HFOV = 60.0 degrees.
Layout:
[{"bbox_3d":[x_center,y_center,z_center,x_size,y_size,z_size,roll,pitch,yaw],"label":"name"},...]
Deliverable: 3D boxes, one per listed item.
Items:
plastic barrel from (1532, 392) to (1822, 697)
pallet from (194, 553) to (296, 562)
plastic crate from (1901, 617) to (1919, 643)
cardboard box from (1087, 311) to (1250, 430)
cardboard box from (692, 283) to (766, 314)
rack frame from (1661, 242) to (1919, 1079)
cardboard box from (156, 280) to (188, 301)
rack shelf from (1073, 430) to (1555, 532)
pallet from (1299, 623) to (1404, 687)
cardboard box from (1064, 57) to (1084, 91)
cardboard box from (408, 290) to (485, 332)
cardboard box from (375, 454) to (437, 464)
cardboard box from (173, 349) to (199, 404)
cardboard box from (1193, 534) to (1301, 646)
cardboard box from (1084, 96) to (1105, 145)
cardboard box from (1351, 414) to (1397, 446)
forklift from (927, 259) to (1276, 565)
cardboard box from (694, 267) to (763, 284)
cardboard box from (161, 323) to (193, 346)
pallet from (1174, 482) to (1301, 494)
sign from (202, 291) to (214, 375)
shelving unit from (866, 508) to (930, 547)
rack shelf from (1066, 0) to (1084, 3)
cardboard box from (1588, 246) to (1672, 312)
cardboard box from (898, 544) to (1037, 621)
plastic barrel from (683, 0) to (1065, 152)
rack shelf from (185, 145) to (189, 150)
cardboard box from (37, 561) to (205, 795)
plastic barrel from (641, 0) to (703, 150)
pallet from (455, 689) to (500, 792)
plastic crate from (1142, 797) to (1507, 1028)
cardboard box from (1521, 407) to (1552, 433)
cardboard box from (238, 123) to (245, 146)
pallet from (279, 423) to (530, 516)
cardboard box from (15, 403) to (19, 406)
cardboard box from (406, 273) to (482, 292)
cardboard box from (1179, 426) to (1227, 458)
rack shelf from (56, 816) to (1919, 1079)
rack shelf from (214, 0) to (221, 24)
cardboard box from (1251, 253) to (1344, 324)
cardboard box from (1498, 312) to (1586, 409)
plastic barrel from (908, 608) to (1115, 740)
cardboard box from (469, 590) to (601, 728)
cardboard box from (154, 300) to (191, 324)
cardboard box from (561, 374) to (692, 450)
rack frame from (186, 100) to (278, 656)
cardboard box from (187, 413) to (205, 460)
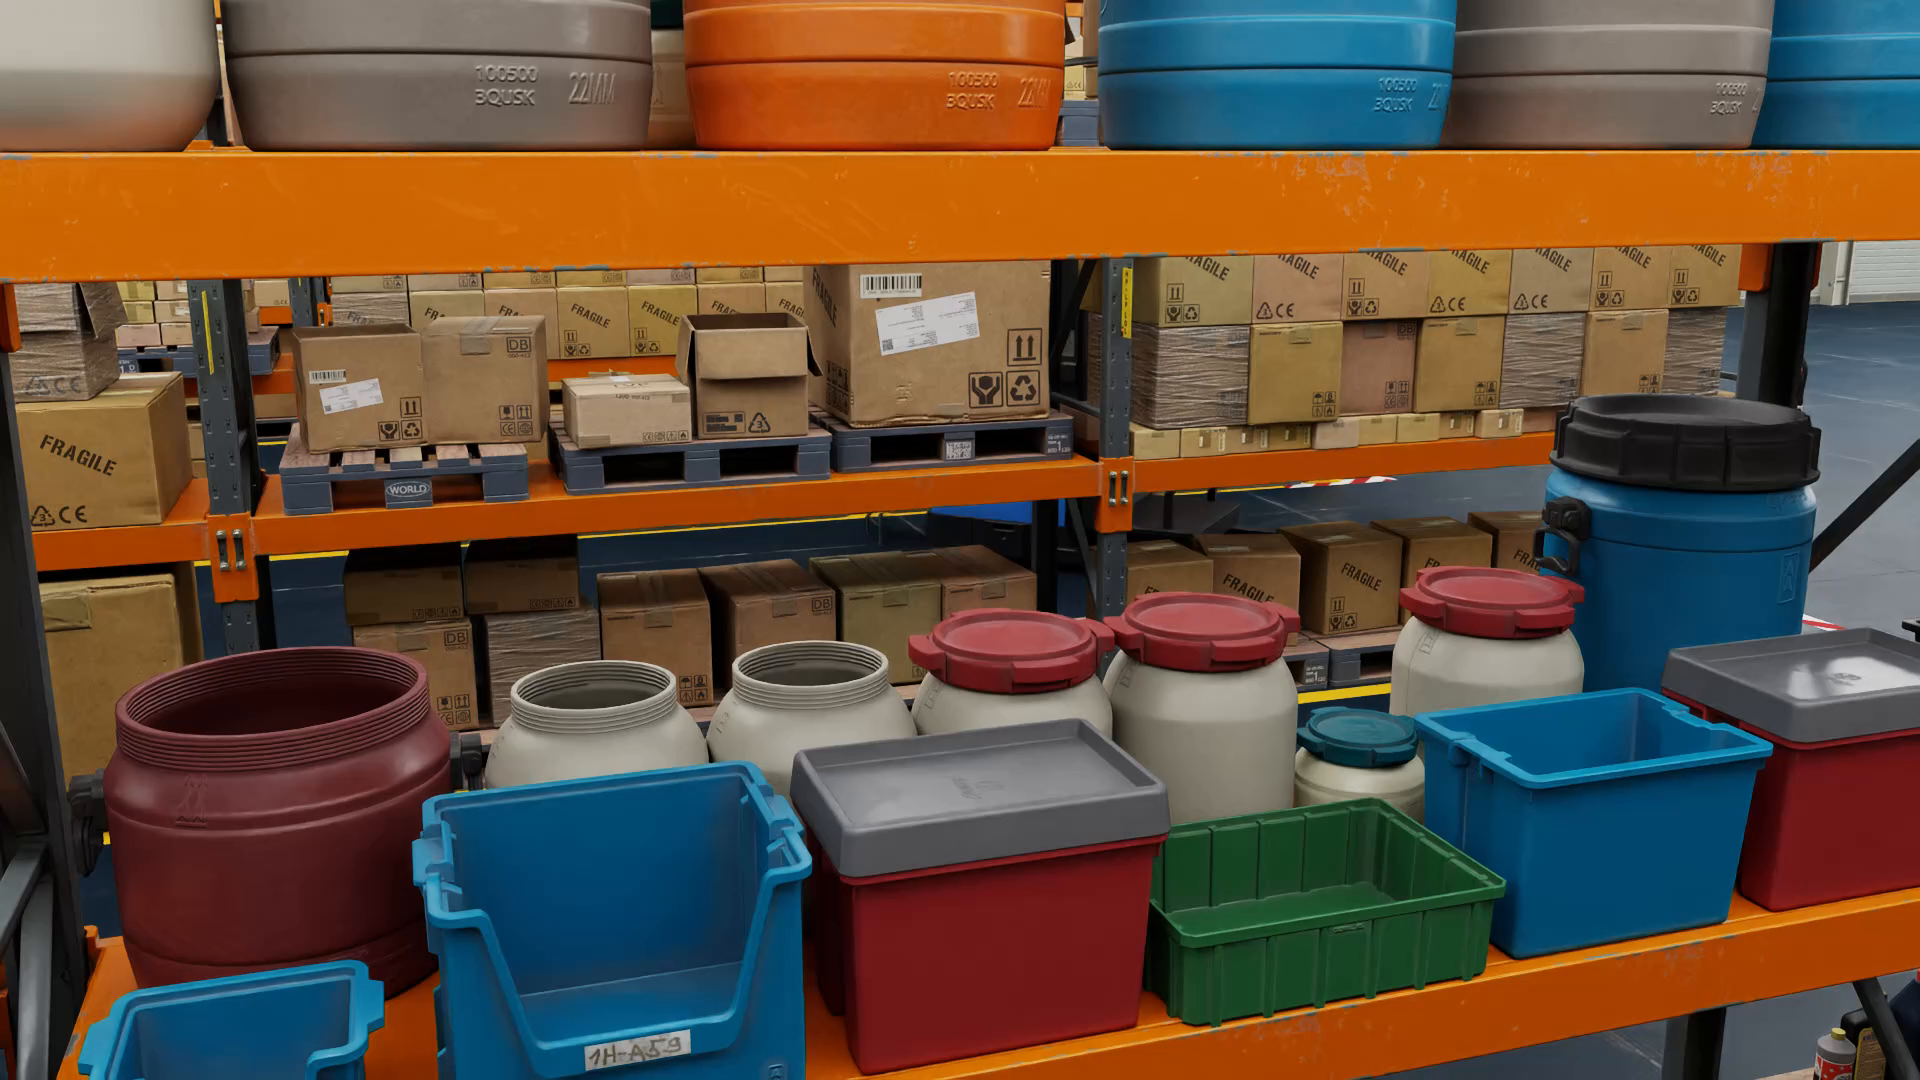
[{"bbox_3d":[1.727,0.124,4.057,0.708,0.901,0.600,-4,14,-18],"label":"plastic barrel"},{"bbox_3d":[-5.409,-0.067,11.968,1.213,0.211,1.003,-4,14,-18],"label":"pallet"},{"bbox_3d":[2.726,0.425,4.008,0.504,0.338,0.767,-4,14,-18],"label":"plastic crate"},{"bbox_3d":[1.056,-0.894,8.559,0.500,0.500,0.875,-4,14,-18],"label":"cardboard box"},{"bbox_3d":[-1.765,-1.690,12.551,0.500,0.500,0.500,-5,14,-19],"label":"cardboard box"},{"bbox_3d":[2.189,0.406,3.956,0.127,3.000,1.000,-4,14,-18],"label":"rack frame"},{"bbox_3d":[-5.225,-1.698,11.147,0.250,0.149,0.380,-5,14,-19],"label":"cardboard box"},{"bbox_3d":[2.505,-0.478,9.226,4.000,0.370,1.077,-4,14,-18],"label":"rack shelf"},{"bbox_3d":[2.393,0.528,9.468,1.213,0.211,1.003,-4,14,-18],"label":"pallet"},{"bbox_3d":[0.632,-3.610,12.911,0.500,0.250,0.500,-5,14,-19],"label":"cardboard box"},{"bbox_3d":[-3.675,-1.542,11.925,0.500,0.500,0.500,-5,14,-19],"label":"cardboard box"},{"bbox_3d":[-4.062,-0.616,12.204,0.750,0.750,1.050,-5,14,-19],"label":"cardboard box"},{"bbox_3d":[-7.870,-1.632,16.206,0.875,0.875,0.875,-4,14,-17],"label":"cardboard box"},{"bbox_3d":[1.542,0.266,9.035,0.500,0.500,0.500,0,13,0],"label":"cardboard box"},{"bbox_3d":[0.959,-2.158,8.575,0.500,0.250,0.500,-4,14,-16],"label":"cardboard box"},{"bbox_3d":[2.086,-0.606,8.752,0.250,0.149,0.380,-4,14,-18],"label":"cardboard box"},{"bbox_3d":[1.331,-1.275,11.171,3.031,2.935,1.130,6,15,24],"label":"forklift"},{"bbox_3d":[-1.832,-2.235,12.679,0.500,0.500,0.700,-5,14,-19],"label":"cardboard box"},{"bbox_3d":[-5.224,-1.408,11.214,0.250,0.149,0.380,-4,14,-18],"label":"cardboard box"},{"bbox_3d":[2.182,-0.638,14.371,1.213,0.211,1.003,-4,14,-18],"label":"pallet"},{"bbox_3d":[-3.001,-0.827,6.637,0.005,0.325,0.100,-4,14,-18],"label":"sign"},{"bbox_3d":[-0.394,-1.036,11.962,0.503,2.100,0.431,-4,14,-17],"label":"shelving unit"},{"bbox_3d":[1.019,-4.298,13.183,4.000,0.370,1.077,-4,14,-18],"label":"rack shelf"},{"bbox_3d":[3.486,-1.523,9.043,0.500,0.500,0.500,-4,14,-18],"label":"cardboard box"},{"bbox_3d":[0.021,0.362,8.590,0.500,0.500,0.700,-6,14,-22],"label":"cardboard box"},{"bbox_3d":[-0.134,-1.029,2.575,0.708,0.830,0.600,-4,14,-18],"label":"plastic barrel"},{"bbox_3d":[-5.077,-1.347,6.397,4.000,0.370,1.077,-4,14,-18],"label":"rack shelf"},{"bbox_3d":[-3.842,0.490,7.284,0.875,0.875,1.225,-5,14,-21],"label":"cardboard box"},{"bbox_3d":[-0.471,-0.836,2.993,0.301,0.262,0.301,0,13,0],"label":"plastic barrel"},{"bbox_3d":[-2.440,0.914,7.845,1.213,0.211,1.003,-4,14,-18],"label":"pallet"},{"bbox_3d":[0.629,0.699,3.180,0.662,0.188,0.450,-4,14,-18],"label":"plastic crate"},{"bbox_3d":[3.017,-0.692,9.111,0.250,0.149,0.380,-4,14,-18],"label":"cardboard box"},{"bbox_3d":[-5.294,-3.005,11.596,0.500,0.500,0.500,-4,14,-18],"label":"cardboard box"},{"bbox_3d":[-2.540,-0.368,7.623,1.003,0.211,1.213,-4,14,-18],"label":"pallet"},{"bbox_3d":[-4.044,-0.308,6.739,0.500,0.500,0.500,-5,14,-19],"label":"cardboard box"},{"bbox_3d":[-3.760,-2.084,12.047,0.500,0.500,0.700,-5,14,-19],"label":"cardboard box"},{"bbox_3d":[1.151,-0.524,8.407,0.250,0.149,0.380,-4,14,-18],"label":"cardboard box"},{"bbox_3d":[0.294,0.903,3.418,4.000,0.370,1.077,-4,14,-18],"label":"rack shelf"},{"bbox_3d":[-8.238,-4.785,15.234,4.000,0.370,1.077,-4,14,-18],"label":"rack shelf"},{"bbox_3d":[1.591,-1.375,8.423,0.500,0.500,0.500,-4,14,-18],"label":"cardboard box"},{"bbox_3d":[2.948,-1.044,9.191,0.500,0.500,0.875,-4,14,-18],"label":"cardboard box"},{"bbox_3d":[0.107,0.448,3.483,0.433,0.535,0.433,0,13,0],"label":"plastic barrel"},{"bbox_3d":[-2.031,0.519,7.930,0.500,0.500,0.700,-6,15,-23],"label":"cardboard box"},{"bbox_3d":[-5.243,-1.551,11.175,0.250,0.149,0.380,-4,14,-16],"label":"cardboard box"},{"bbox_3d":[-1.520,-0.590,7.558,0.500,0.250,0.500,-5,14,-20],"label":"cardboard box"},{"bbox_3d":[-3.181,-0.386,7.281,0.127,3.000,1.000,-4,14,-18],"label":"rack frame"},{"bbox_3d":[-5.232,-0.726,11.586,0.500,0.250,0.500,-5,14,-19],"label":"cardboard box"}]
